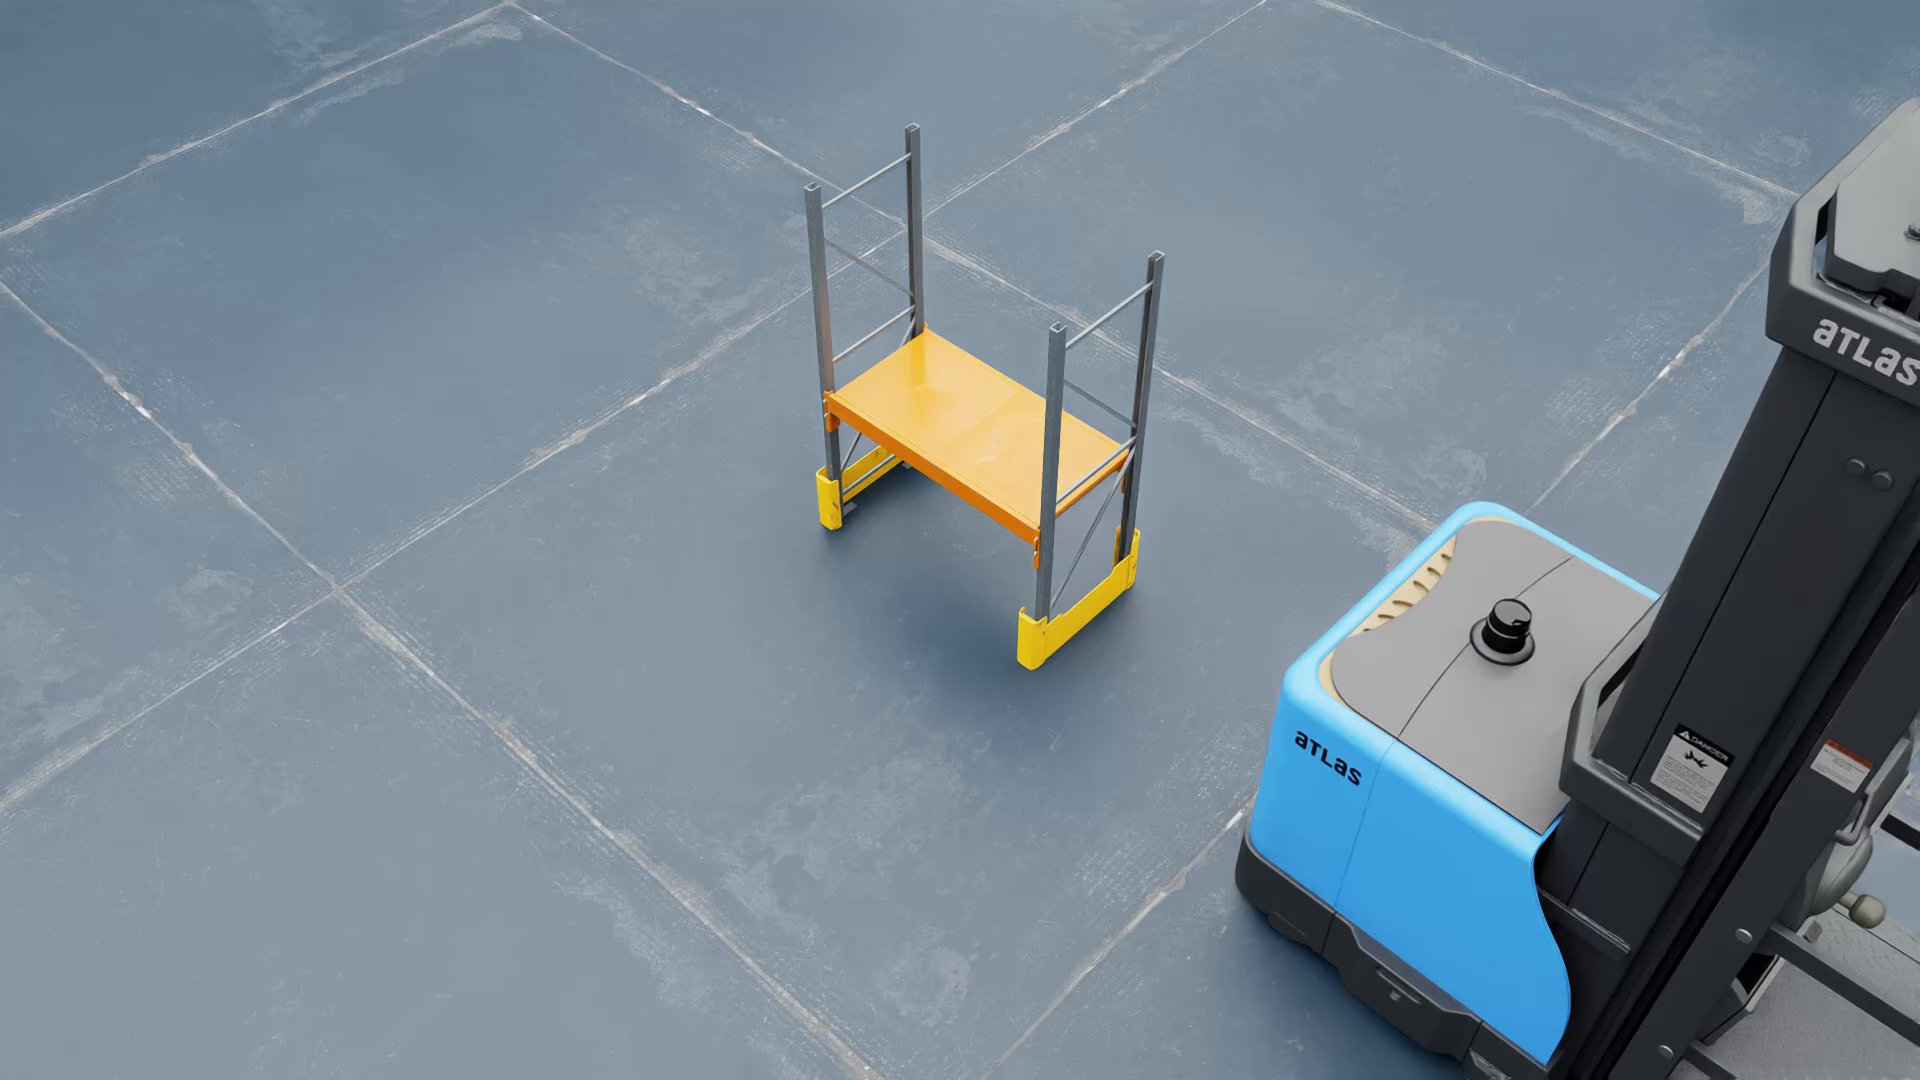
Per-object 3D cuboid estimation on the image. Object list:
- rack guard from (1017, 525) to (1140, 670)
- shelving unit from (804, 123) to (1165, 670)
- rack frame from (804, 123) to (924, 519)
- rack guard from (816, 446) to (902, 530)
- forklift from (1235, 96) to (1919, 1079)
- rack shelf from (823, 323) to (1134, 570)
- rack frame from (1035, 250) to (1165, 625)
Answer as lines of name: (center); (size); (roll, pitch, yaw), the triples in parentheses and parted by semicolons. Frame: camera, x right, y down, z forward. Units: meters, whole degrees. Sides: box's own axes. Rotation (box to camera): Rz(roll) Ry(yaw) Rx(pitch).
rack guard: (0.422, 0.198, 5.892); (0.087, 0.250, 0.587); (34, 55, 28)
shelving unit: (0.056, -0.476, 5.668); (1.083, 1.500, 0.587); (34, 55, 28)
rack frame: (-0.311, -0.723, 5.900); (0.032, 1.500, 0.500); (34, 55, 28)
rack guard: (-0.310, -0.294, 6.355); (0.087, 0.250, 0.587); (34, 55, 28)
forklift: (2.262, 0.592, 3.684); (3.031, 2.935, 1.130); (35, 56, 28)
rack shelf: (0.063, -0.348, 5.795); (1.000, 0.185, 0.538); (34, 55, 28)
rack frame: (0.436, -0.220, 5.428); (0.032, 1.500, 0.500); (34, 55, 28)
